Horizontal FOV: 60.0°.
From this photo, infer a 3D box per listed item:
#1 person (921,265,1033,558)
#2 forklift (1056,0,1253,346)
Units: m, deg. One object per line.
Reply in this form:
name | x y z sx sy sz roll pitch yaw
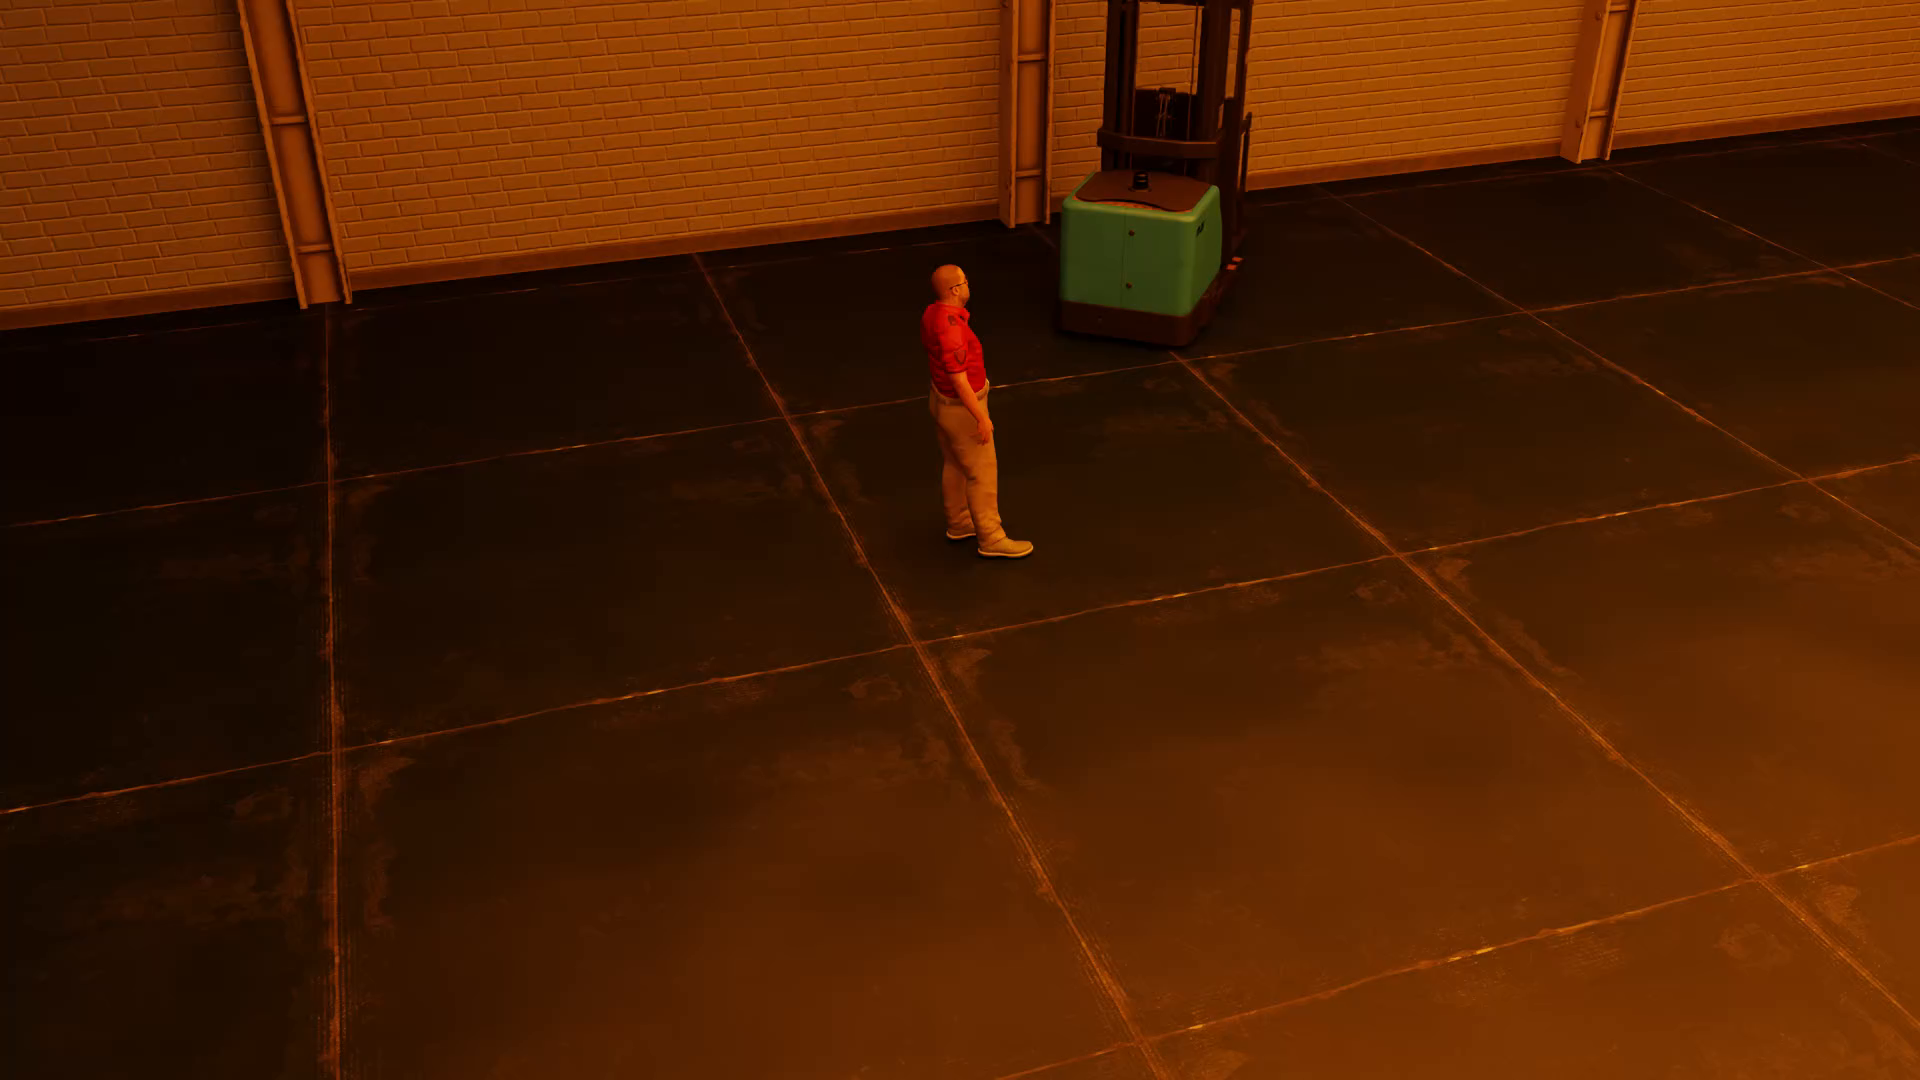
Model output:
person | 0.089 -0.763 9.607 0.550 1.724 0.642 -10 31 -16
forklift | 1.733 -3.432 13.051 1.130 2.935 3.031 11 32 18
